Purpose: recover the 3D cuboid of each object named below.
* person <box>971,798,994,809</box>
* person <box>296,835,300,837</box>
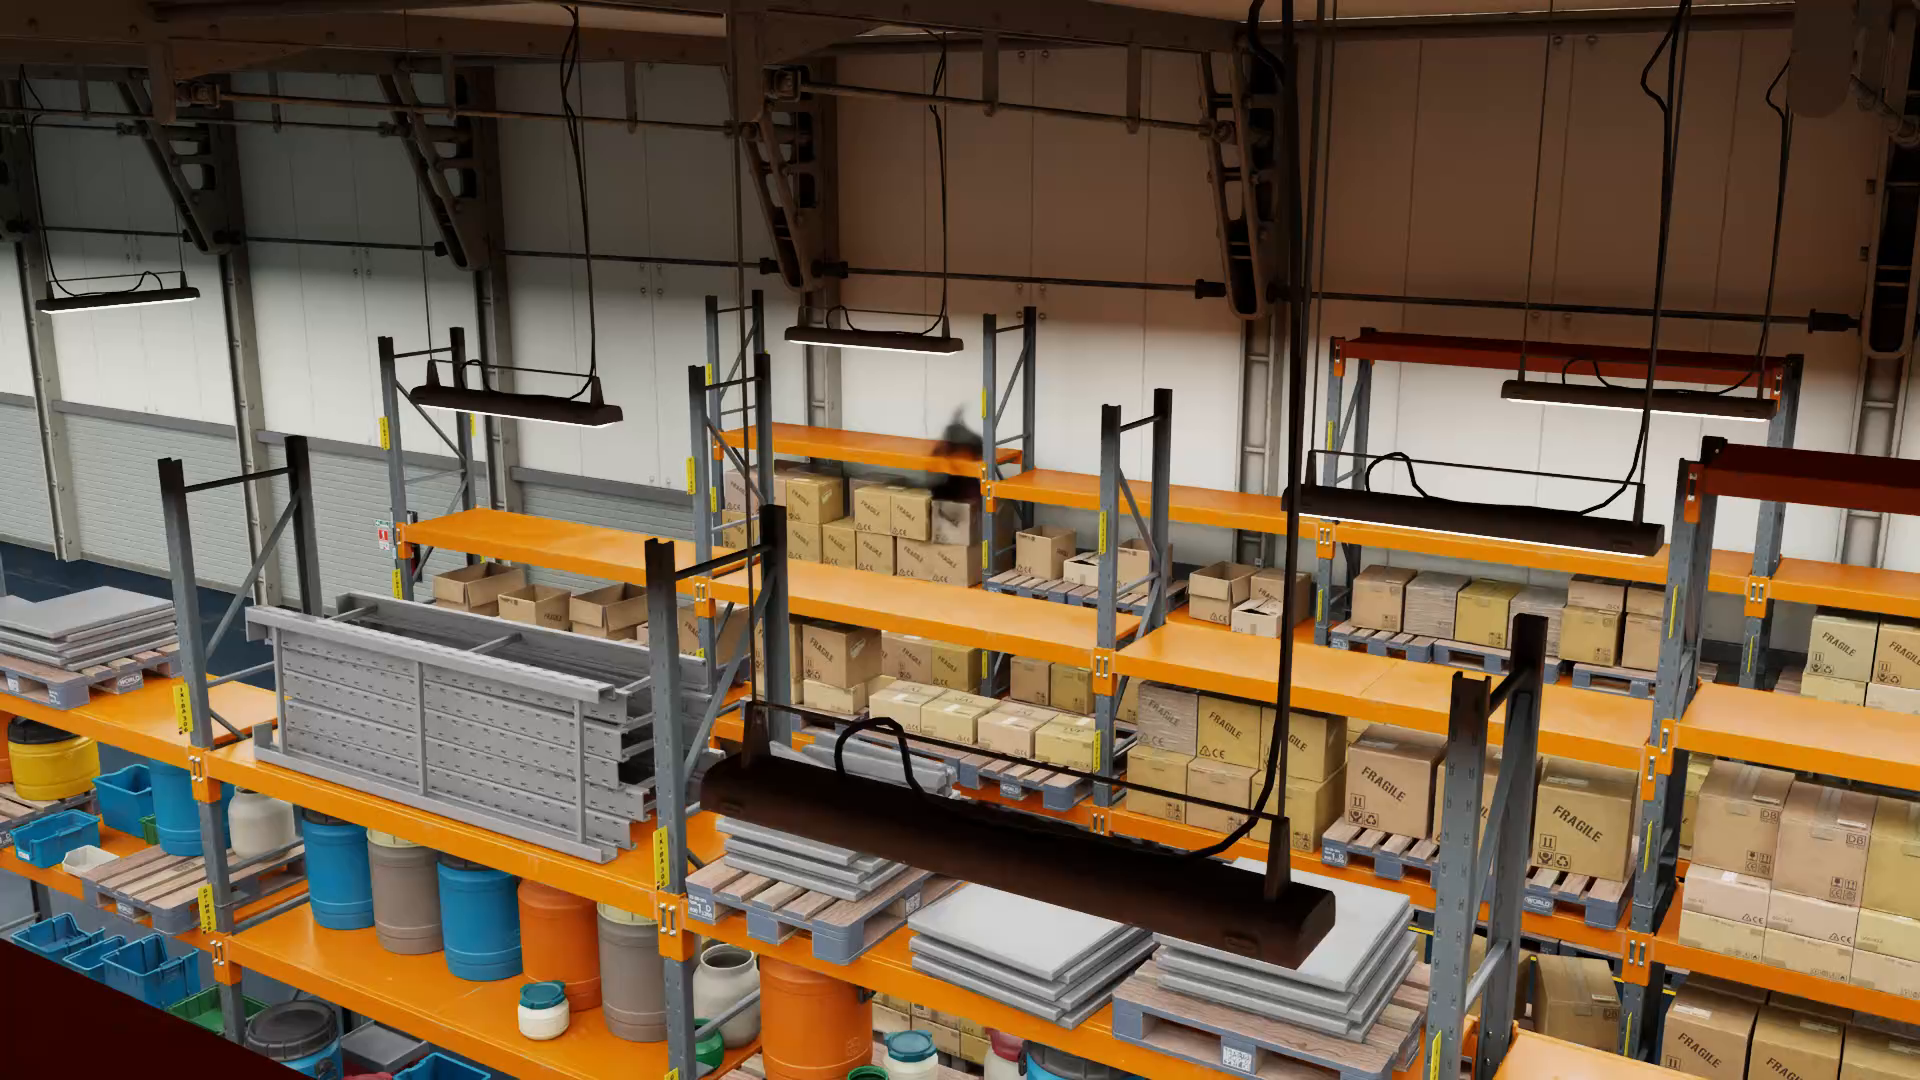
[{"bbox_3d":[0.152,3.223,16.938,0.548,1.556,0.518,6,15,22],"label":"person"},{"bbox_3d":[-7.679,2.847,18.309,0.824,1.683,0.578,-5,15,-19],"label":"person"}]
